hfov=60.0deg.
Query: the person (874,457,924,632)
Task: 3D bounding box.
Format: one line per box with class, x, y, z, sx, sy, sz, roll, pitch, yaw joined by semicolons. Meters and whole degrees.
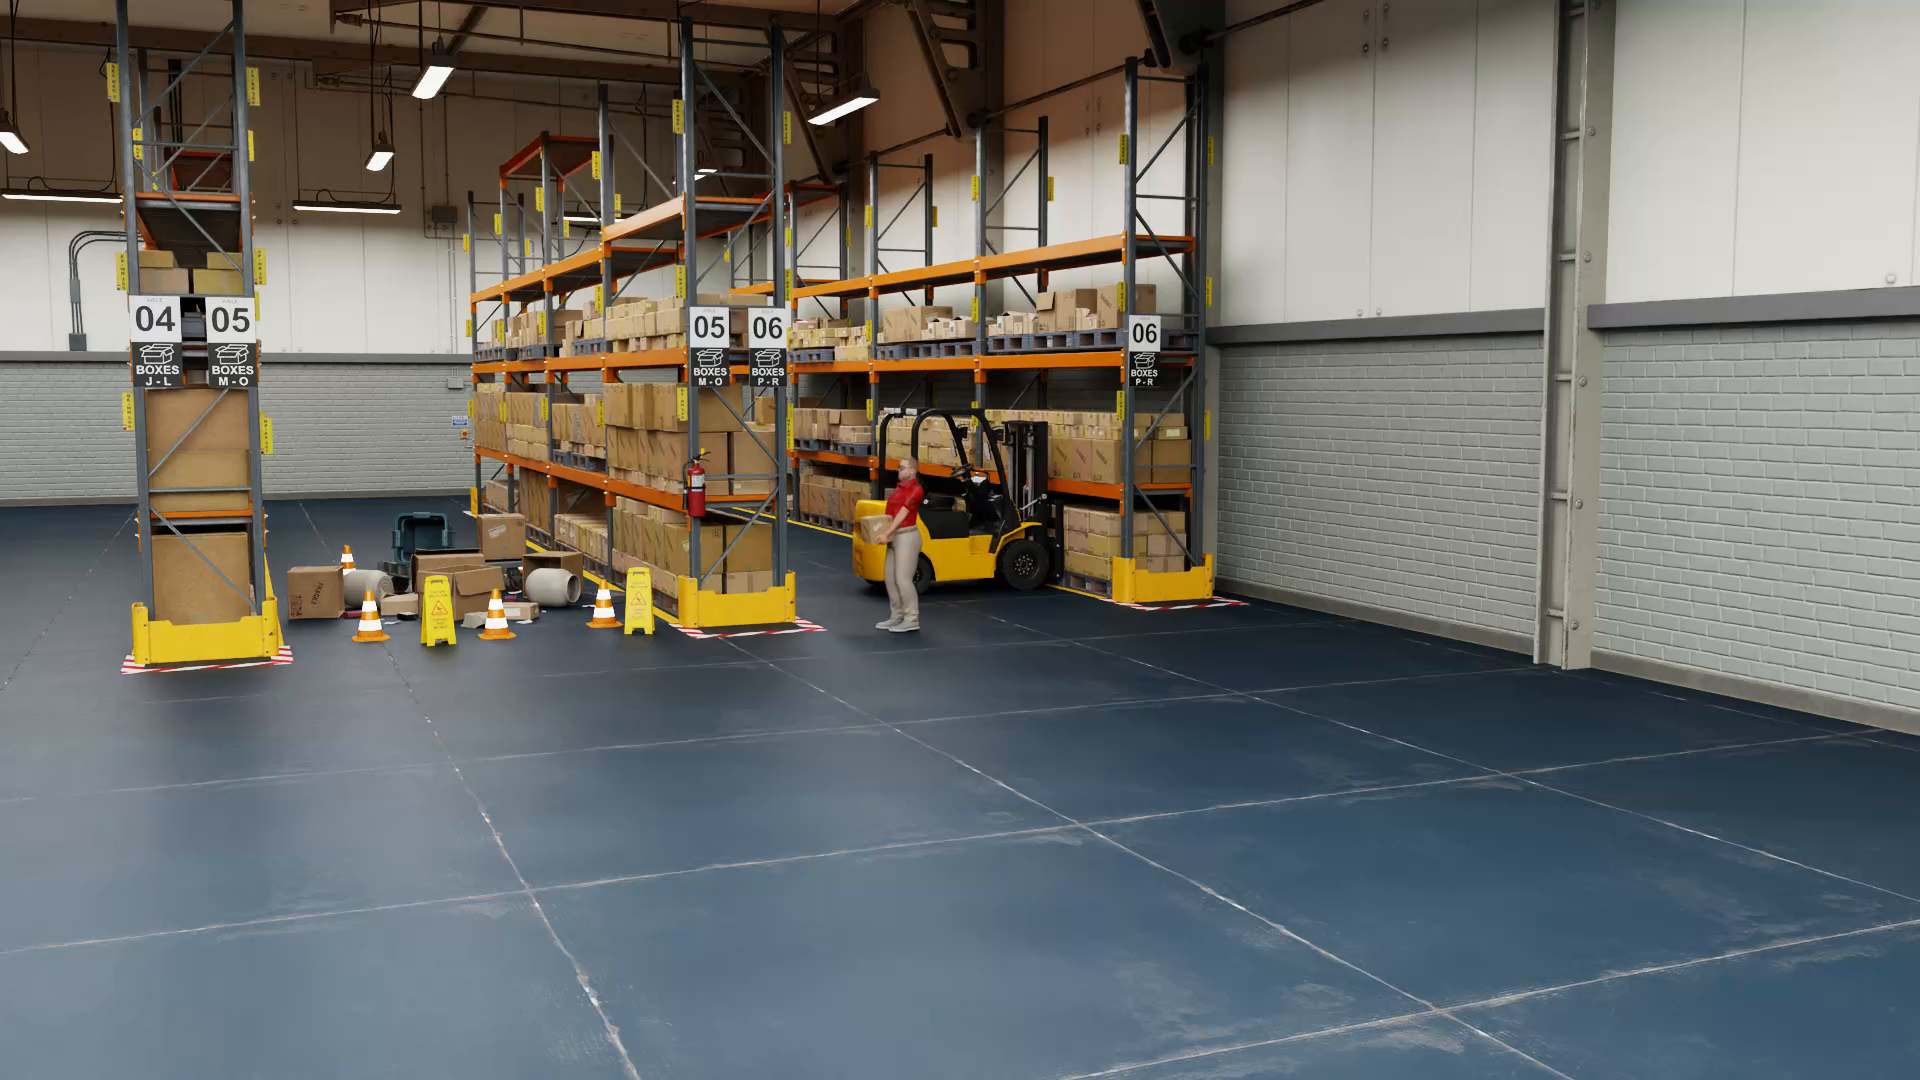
person;-0.645;0.042;16.468;0.530;1.717;0.494;-2;6;-23
